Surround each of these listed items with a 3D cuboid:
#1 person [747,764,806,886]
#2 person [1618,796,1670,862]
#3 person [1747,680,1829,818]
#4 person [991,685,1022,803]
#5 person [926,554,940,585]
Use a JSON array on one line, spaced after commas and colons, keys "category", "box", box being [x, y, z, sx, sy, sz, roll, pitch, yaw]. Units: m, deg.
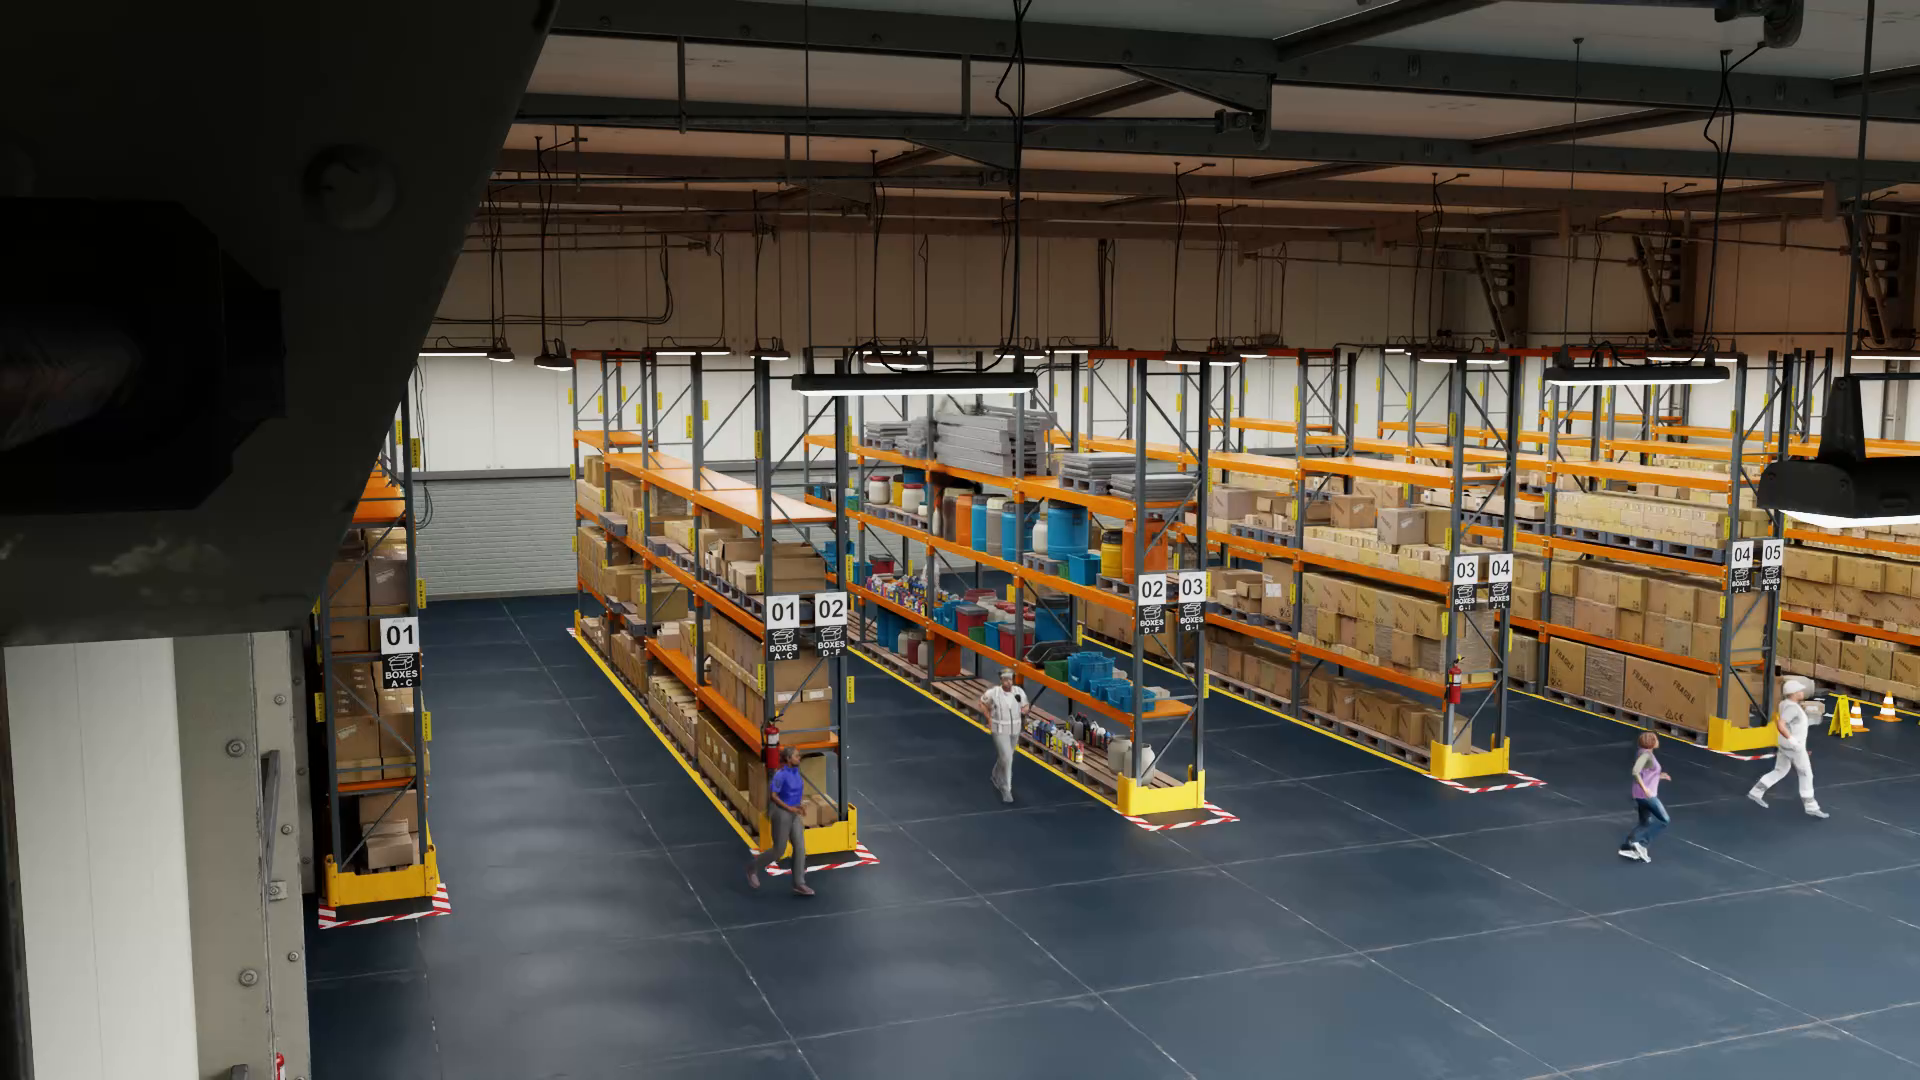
[{"category": "person", "box": [-2.007, 3.226, 18.992, 0.673, 1.361, 0.606, 3, 8, 23]}, {"category": "person", "box": [8.216, 3.393, 19.973, 0.552, 0.925, 0.337, 2, 7, 15]}, {"category": "person", "box": [10.879, 2.713, 21.752, 0.983, 1.785, 0.651, 1, 7, 10]}, {"category": "person", "box": [0.612, 2.773, 22.792, 0.438, 1.590, 0.798, -3, 8, -26]}, {"category": "person", "box": [-0.602, 1.081, 35.936, 0.490, 1.611, 0.681, -3, 8, -26]}]
